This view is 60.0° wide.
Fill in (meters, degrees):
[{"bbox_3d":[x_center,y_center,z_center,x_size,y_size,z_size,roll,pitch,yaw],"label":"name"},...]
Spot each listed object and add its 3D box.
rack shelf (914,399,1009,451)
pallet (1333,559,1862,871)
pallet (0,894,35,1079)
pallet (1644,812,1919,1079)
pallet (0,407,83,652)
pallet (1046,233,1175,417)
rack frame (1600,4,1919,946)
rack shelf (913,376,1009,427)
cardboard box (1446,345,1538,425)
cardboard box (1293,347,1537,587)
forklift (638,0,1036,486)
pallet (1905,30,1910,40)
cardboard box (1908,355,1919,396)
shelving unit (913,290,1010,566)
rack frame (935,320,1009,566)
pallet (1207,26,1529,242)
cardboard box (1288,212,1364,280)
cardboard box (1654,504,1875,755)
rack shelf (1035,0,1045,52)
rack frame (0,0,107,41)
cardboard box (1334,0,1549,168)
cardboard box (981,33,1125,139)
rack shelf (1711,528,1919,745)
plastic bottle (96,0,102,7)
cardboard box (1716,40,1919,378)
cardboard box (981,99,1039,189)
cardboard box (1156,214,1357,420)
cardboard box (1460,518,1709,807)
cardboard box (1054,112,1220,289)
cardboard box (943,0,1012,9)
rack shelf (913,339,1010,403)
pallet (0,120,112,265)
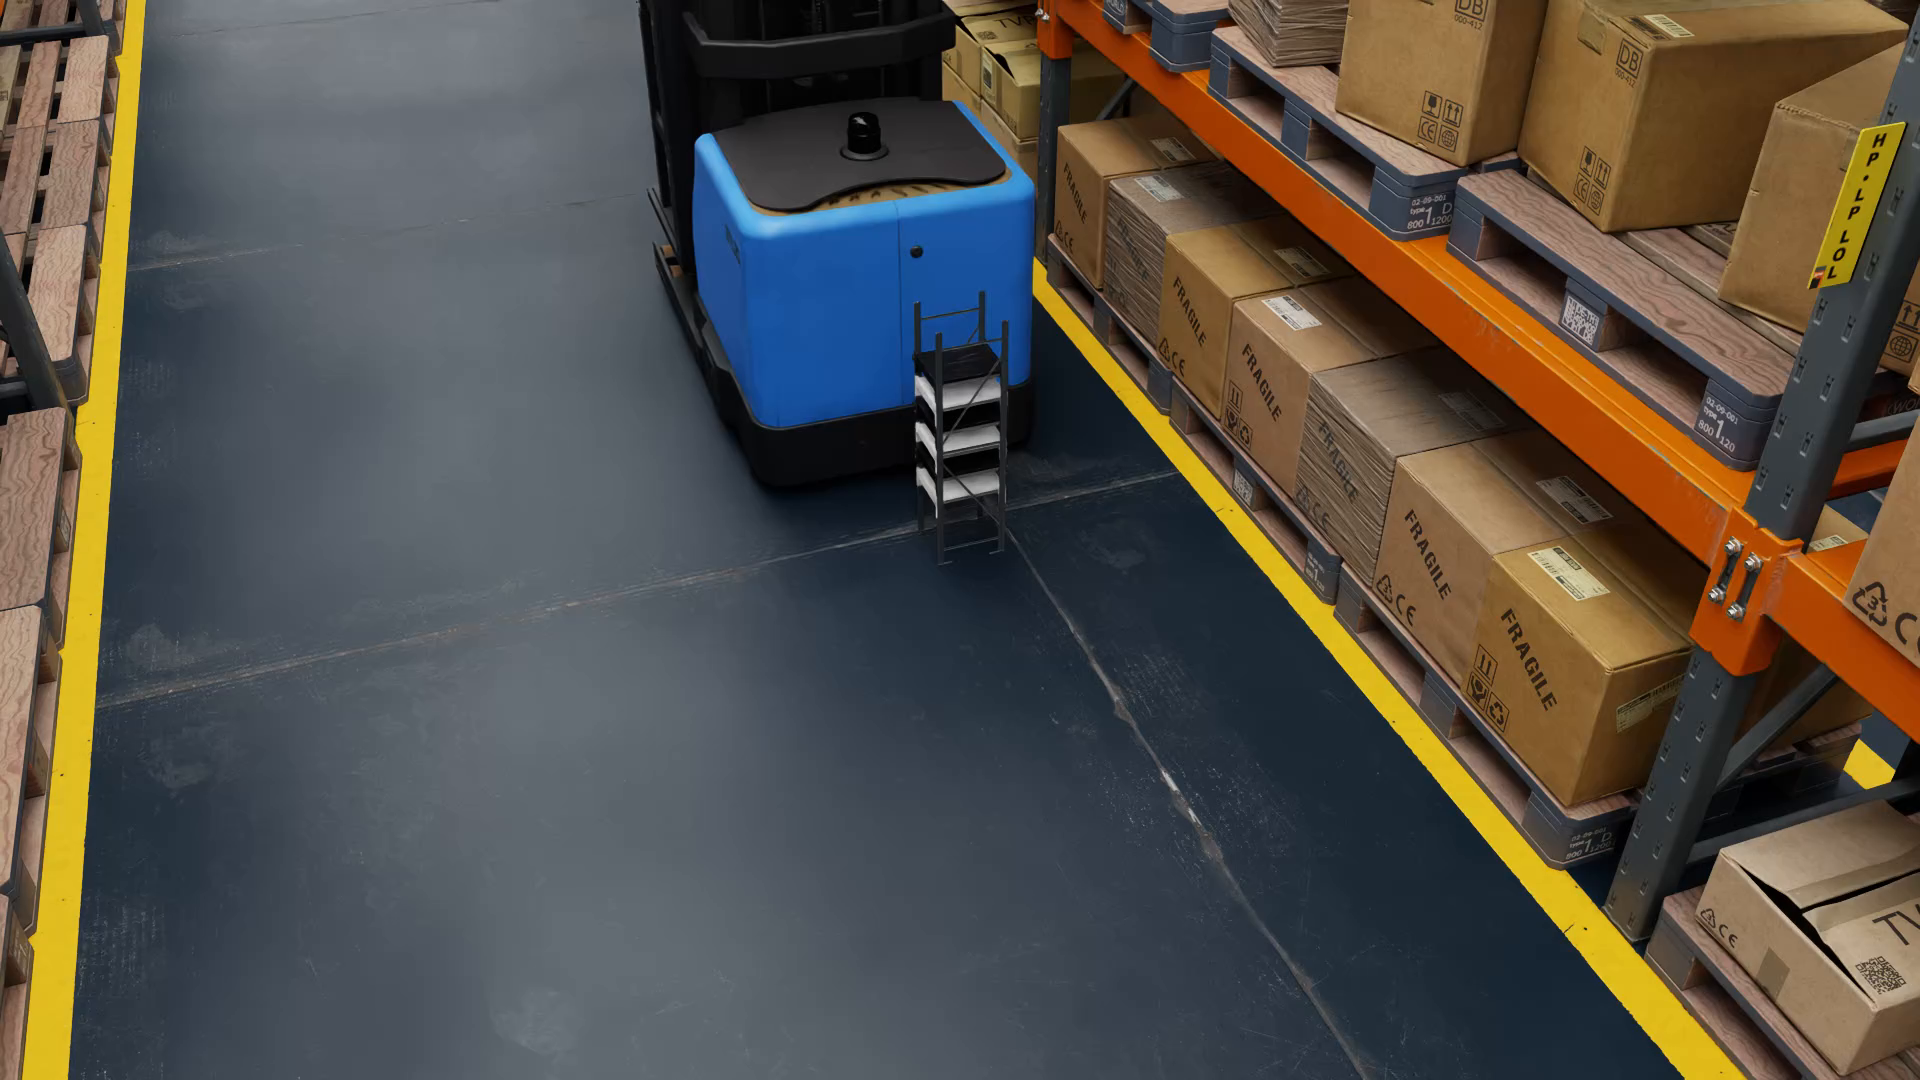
[{"bbox_3d":[0.003,-0.400,5.439,0.258,0.077,0.200,-12,39,-16],"label":"rack shelf"},{"bbox_3d":[1.885,0.385,5.064,1.003,0.211,1.213,-12,39,-16],"label":"pallet"},{"bbox_3d":[-2.678,1.415,3.695,1.003,0.211,1.213,-12,39,-16],"label":"pallet"},{"bbox_3d":[2.436,1.225,3.949,1.003,0.211,1.213,-12,39,-16],"label":"pallet"},{"bbox_3d":[-3.518,0.037,5.525,1.003,0.211,1.213,-12,39,-16],"label":"pallet"},{"bbox_3d":[1.045,-0.993,6.894,1.003,0.211,1.213,-12,39,-16],"label":"pallet"},{"bbox_3d":[2.200,-0.277,3.625,1.000,3.000,0.127,-12,39,-16],"label":"rack frame"},{"bbox_3d":[0.003,-0.472,5.385,0.258,0.077,0.200,-12,39,-16],"label":"rack shelf"},{"bbox_3d":[1.904,-0.361,5.448,0.500,0.500,0.500,-12,39,-15],"label":"cardboard box"},{"bbox_3d":[1.427,-0.238,5.285,0.500,0.500,0.500,-12,39,-15],"label":"cardboard box"},{"bbox_3d":[-0.687,-2.249,6.299,1.130,2.935,3.031,-12,39,-15],"label":"forklift"},{"bbox_3d":[5.206,-2.893,9.415,1.003,0.211,1.213,-12,39,-16],"label":"pallet"},{"bbox_3d":[2.098,-0.392,2.863,0.500,0.500,0.500,-11,38,-15],"label":"cardboard box"},{"bbox_3d":[0.003,-0.355,5.473,0.258,0.900,0.210,-12,39,-16],"label":"shelving unit"},{"bbox_3d":[0.038,-0.297,5.397,0.240,0.900,0.006,-12,39,-16],"label":"rack frame"},{"bbox_3d":[1.497,-1.363,5.225,1.003,0.211,1.213,-12,39,-16],"label":"pallet"},{"bbox_3d":[1.544,-0.942,6.219,0.500,0.500,0.500,-14,39,-18],"label":"cardboard box"},{"bbox_3d":[2.263,0.222,4.674,0.500,0.500,0.500,-14,39,-18],"label":"cardboard box"},{"bbox_3d":[0.136,-3.379,8.341,1.077,0.370,4.000,-12,39,-16],"label":"rack shelf"},{"bbox_3d":[-5.205,-3.773,8.266,1.000,3.000,0.127,-12,39,-16],"label":"rack frame"},{"bbox_3d":[1.534,-1.470,4.777,0.700,0.500,0.500,-23,43,-27],"label":"cardboard box"},{"bbox_3d":[0.412,-2.075,7.482,0.500,0.311,0.500,-11,38,-15],"label":"cardboard box"},{"bbox_3d":[2.889,1.140,2.341,1.077,0.370,4.000,-12,39,-16],"label":"rack shelf"},{"bbox_3d":[-4.903,-3.130,9.314,0.097,0.271,0.097,0,37,0],"label":"plastic bottle"},{"bbox_3d":[2.247,-0.799,3.885,0.700,0.500,0.500,-26,44,-31],"label":"cardboard box"},{"bbox_3d":[0.414,-1.853,7.653,0.500,0.250,0.500,-12,39,-15],"label":"cardboard box"},{"bbox_3d":[1.065,-0.819,6.056,0.500,0.500,0.500,-13,39,-17],"label":"cardboard box"},{"bbox_3d":[1.761,0.326,4.536,0.500,0.500,0.500,-13,39,-16],"label":"cardboard box"},{"bbox_3d":[0.712,-1.398,6.825,0.500,0.500,0.500,-11,38,-14],"label":"cardboard box"},{"bbox_3d":[0.056,-2.653,8.250,0.500,0.311,0.500,-13,39,-16],"label":"cardboard box"},{"bbox_3d":[0.003,-0.544,5.331,0.258,0.077,0.200,-12,39,-16],"label":"rack shelf"},{"bbox_3d":[-4.474,-1.533,7.610,1.003,0.211,1.213,-12,39,-16],"label":"pallet"}]
